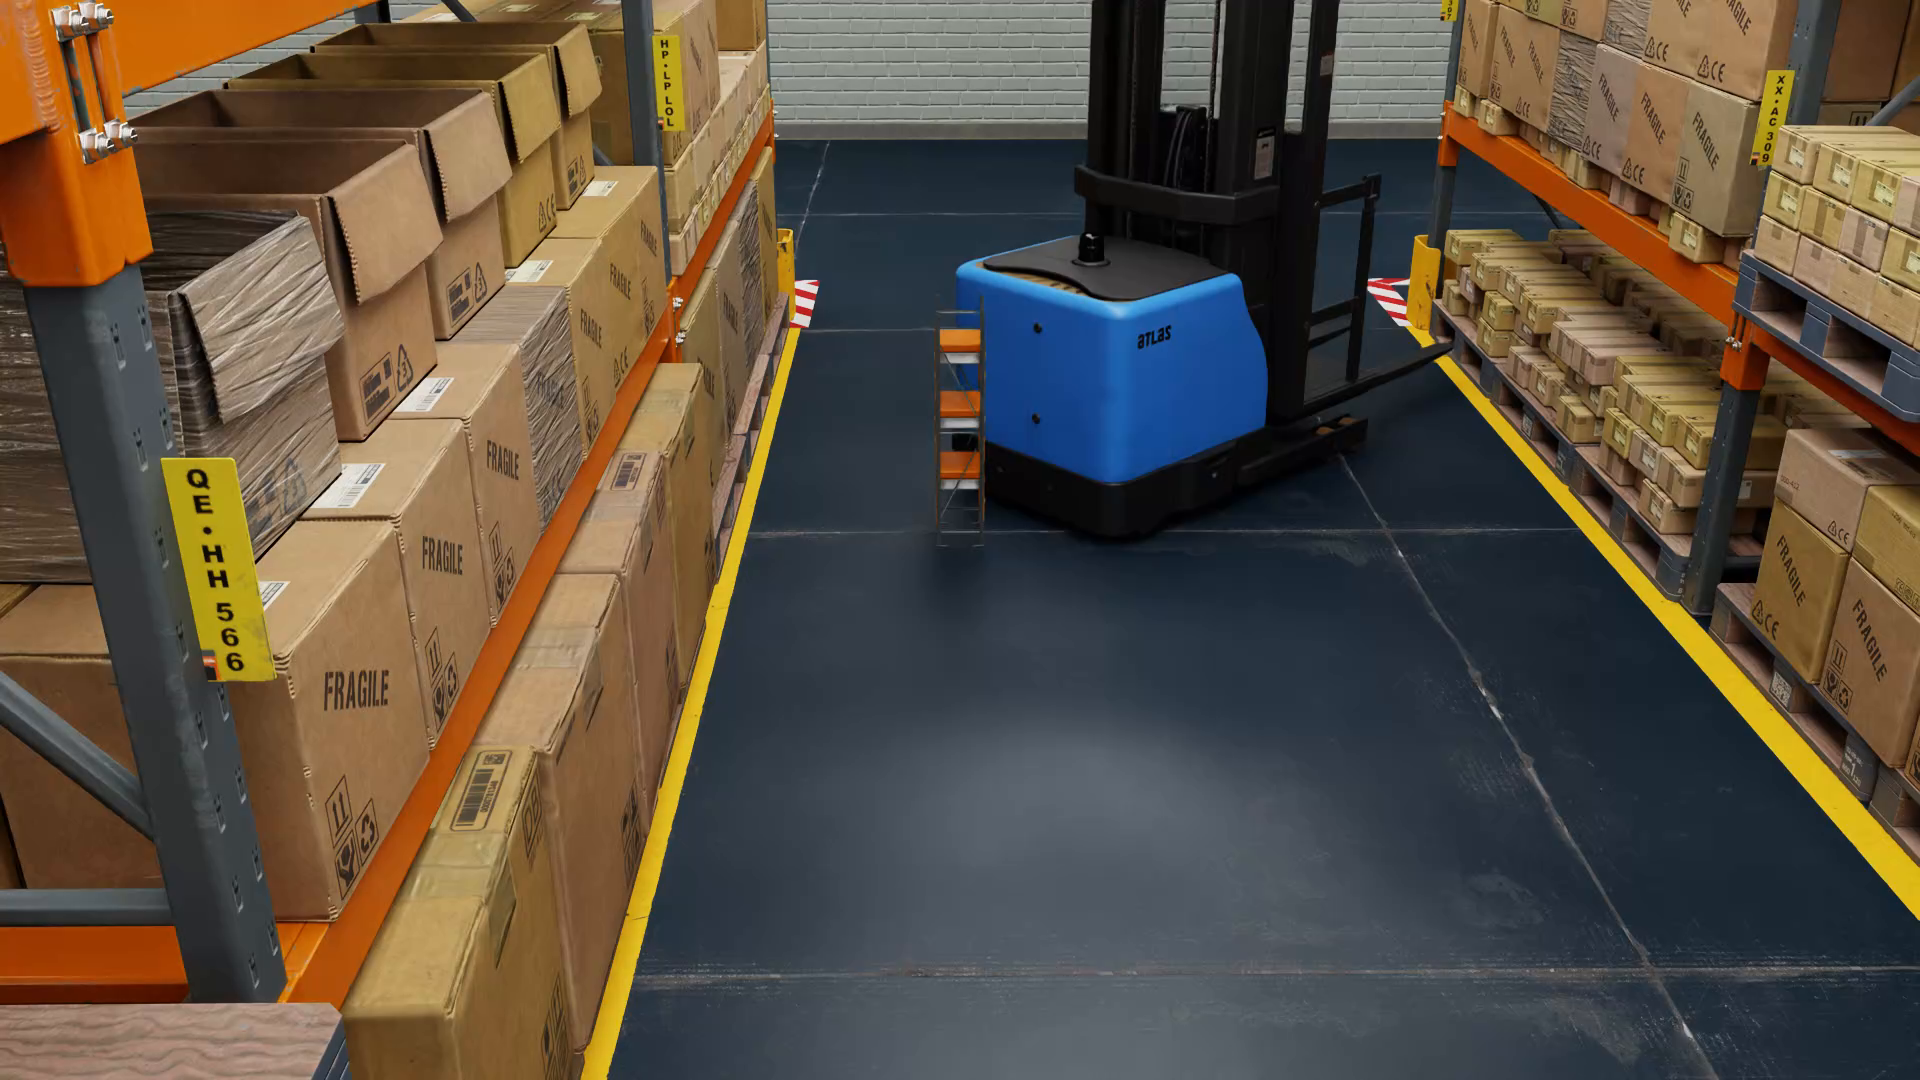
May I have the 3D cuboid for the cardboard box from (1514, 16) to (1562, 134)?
[{"bbox_3d":[3.100,-2.308,8.231,0.500,0.500,0.500,0,24,0],"label":"cardboard box"}]

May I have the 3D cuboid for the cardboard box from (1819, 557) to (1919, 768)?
[{"bbox_3d":[3.141,0.384,5.285,0.500,0.500,0.500,1,24,2],"label":"cardboard box"}]

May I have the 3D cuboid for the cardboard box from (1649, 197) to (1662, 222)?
[{"bbox_3d":[3.164,-1.412,7.037,0.380,0.149,0.250,-1,24,-2],"label":"cardboard box"}]

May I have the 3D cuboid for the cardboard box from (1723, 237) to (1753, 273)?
[{"bbox_3d":[3.154,-1.090,6.324,0.380,0.149,0.250,-1,24,-1],"label":"cardboard box"}]

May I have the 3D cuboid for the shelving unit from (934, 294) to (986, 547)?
[{"bbox_3d":[-0.001,-0.500,7.082,0.215,1.050,0.252,0,24,-1],"label":"shelving unit"}]

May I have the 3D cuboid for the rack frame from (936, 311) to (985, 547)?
[{"bbox_3d":[0.001,-0.450,6.971,0.200,1.050,0.008,0,24,-1],"label":"rack frame"}]

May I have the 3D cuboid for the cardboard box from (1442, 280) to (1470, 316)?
[{"bbox_3d":[3.033,-1.411,9.679,0.380,0.149,0.250,0,24,1],"label":"cardboard box"}]

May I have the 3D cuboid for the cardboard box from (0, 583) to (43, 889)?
[{"bbox_3d":[-1.780,0.294,2.840,0.500,0.500,0.500,0,24,1],"label":"cardboard box"}]

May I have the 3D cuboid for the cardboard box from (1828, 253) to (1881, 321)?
[{"bbox_3d":[2.943,-0.783,5.136,0.380,0.149,0.250,0,24,0],"label":"cardboard box"}]

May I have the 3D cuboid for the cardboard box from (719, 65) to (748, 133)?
[{"bbox_3d":[-1.332,-2.205,8.307,0.500,0.250,0.500,-1,24,-2],"label":"cardboard box"}]

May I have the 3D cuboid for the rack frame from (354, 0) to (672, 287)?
[{"bbox_3d":[-1.570,-1.107,6.057,1.000,3.000,0.127,0,24,-1],"label":"rack frame"}]

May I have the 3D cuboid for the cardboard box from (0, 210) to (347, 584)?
[{"bbox_3d":[-1.518,-0.263,2.852,0.797,0.503,0.637,1,24,1],"label":"cardboard box"}]

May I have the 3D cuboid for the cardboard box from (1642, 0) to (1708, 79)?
[{"bbox_3d":[3.104,-2.130,6.623,0.500,0.500,0.500,-1,24,-2],"label":"cardboard box"}]

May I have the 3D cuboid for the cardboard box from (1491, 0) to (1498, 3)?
[{"bbox_3d":[3.087,-3.186,8.959,0.500,0.500,0.500,0,24,-1],"label":"cardboard box"}]

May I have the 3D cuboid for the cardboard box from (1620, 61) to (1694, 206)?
[{"bbox_3d":[3.098,-1.681,6.844,0.500,0.500,0.500,-1,24,-2],"label":"cardboard box"}]

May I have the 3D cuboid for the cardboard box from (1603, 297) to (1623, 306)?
[{"bbox_3d":[3.546,-1.222,8.901,0.380,0.149,0.250,-1,24,-1],"label":"cardboard box"}]

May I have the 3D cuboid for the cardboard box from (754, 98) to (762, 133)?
[{"bbox_3d":[-1.274,-2.284,8.966,0.380,0.149,0.250,0,24,0],"label":"cardboard box"}]

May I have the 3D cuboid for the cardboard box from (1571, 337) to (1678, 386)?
[{"bbox_3d":[3.054,-0.823,7.657,0.380,0.149,0.250,-1,24,-3],"label":"cardboard box"}]

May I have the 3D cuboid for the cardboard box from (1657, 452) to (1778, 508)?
[{"bbox_3d":[3.069,-0.244,6.738,0.380,0.149,0.250,0,24,0],"label":"cardboard box"}]

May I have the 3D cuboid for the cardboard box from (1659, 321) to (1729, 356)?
[{"bbox_3d":[3.566,-0.936,7.908,0.380,0.149,0.250,-1,24,-3],"label":"cardboard box"}]

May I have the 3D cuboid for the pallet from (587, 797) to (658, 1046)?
[{"bbox_3d":[-1.470,0.985,4.815,1.003,0.211,1.213,0,24,-1],"label":"pallet"}]

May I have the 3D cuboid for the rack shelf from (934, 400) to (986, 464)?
[{"bbox_3d":[-0.001,-0.491,7.087,0.215,0.259,0.240,0,24,-1],"label":"rack shelf"}]

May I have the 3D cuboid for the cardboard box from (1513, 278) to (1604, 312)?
[{"bbox_3d":[3.090,-1.248,8.598,0.380,0.149,0.250,1,24,2],"label":"cardboard box"}]

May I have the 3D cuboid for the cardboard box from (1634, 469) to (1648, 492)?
[{"bbox_3d":[3.127,-0.247,7.107,0.380,0.149,0.250,0,24,1],"label":"cardboard box"}]

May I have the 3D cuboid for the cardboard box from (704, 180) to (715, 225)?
[{"bbox_3d":[-1.252,-1.441,7.101,0.380,0.149,0.250,-1,24,-2],"label":"cardboard box"}]

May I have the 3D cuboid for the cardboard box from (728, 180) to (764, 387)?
[{"bbox_3d":[-1.517,-1.340,8.642,0.875,0.875,0.875,0,24,-1],"label":"cardboard box"}]

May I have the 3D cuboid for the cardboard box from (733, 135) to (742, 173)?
[{"bbox_3d":[-1.264,-1.866,8.040,0.380,0.149,0.250,0,24,0],"label":"cardboard box"}]

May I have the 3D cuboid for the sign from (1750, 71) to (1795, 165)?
[{"bbox_3d":[2.848,-1.476,5.824,0.100,0.325,0.005,0,24,-1],"label":"sign"}]

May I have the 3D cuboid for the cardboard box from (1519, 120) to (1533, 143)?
[{"bbox_3d":[3.156,-2.164,8.700,0.380,0.149,0.250,1,24,2],"label":"cardboard box"}]

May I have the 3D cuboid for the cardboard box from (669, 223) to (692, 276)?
[{"bbox_3d":[-1.241,-1.116,6.382,0.380,0.149,0.250,0,24,0],"label":"cardboard box"}]

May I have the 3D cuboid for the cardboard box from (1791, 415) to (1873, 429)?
[{"bbox_3d":[3.594,-0.394,6.709,0.380,0.149,0.250,1,24,2],"label":"cardboard box"}]

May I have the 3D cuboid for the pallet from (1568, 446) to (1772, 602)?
[{"bbox_3d":[3.348,-0.094,7.201,1.003,0.211,1.213,0,24,-1],"label":"pallet"}]

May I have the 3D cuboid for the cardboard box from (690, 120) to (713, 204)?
[{"bbox_3d":[-1.314,-1.574,6.911,0.500,0.250,0.500,0,24,-1],"label":"cardboard box"}]

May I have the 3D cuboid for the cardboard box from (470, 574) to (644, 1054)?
[{"bbox_3d":[-1.515,0.666,4.205,1.225,0.875,0.875,0,24,0],"label":"cardboard box"}]

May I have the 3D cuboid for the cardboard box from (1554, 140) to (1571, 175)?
[{"bbox_3d":[3.091,-1.844,7.992,0.380,0.149,0.250,1,24,1],"label":"cardboard box"}]

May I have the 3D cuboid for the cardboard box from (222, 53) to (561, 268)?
[{"bbox_3d":[-1.559,-1.063,4.623,0.797,0.503,0.637,0,24,0],"label":"cardboard box"}]

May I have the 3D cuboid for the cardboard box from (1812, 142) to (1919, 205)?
[{"bbox_3d":[2.944,-1.156,5.240,0.380,0.149,0.250,0,24,1],"label":"cardboard box"}]

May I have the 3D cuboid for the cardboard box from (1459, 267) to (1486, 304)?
[{"bbox_3d":[3.043,-1.434,9.369,0.380,0.149,0.250,0,24,-1],"label":"cardboard box"}]

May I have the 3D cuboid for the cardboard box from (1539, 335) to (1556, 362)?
[{"bbox_3d":[3.170,-1.006,8.424,0.380,0.149,0.250,1,24,2],"label":"cardboard box"}]

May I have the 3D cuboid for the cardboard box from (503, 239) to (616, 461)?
[{"bbox_3d":[-1.281,-0.542,4.686,0.500,0.500,0.500,-1,24,-1],"label":"cardboard box"}]

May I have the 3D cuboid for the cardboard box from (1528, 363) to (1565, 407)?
[{"bbox_3d":[3.063,-0.773,8.270,0.380,0.149,0.250,0,24,-1],"label":"cardboard box"}]

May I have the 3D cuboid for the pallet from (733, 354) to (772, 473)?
[{"bbox_3d":[-1.516,-0.654,8.440,1.003,0.211,1.213,0,24,-1],"label":"pallet"}]

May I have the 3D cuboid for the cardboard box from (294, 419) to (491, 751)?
[{"bbox_3d":[-1.268,0.082,3.308,0.500,0.500,0.500,-1,24,-2],"label":"cardboard box"}]

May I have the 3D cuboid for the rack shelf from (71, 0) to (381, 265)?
[{"bbox_3d":[-1.548,-1.322,3.765,1.077,0.370,4.000,0,24,-1],"label":"rack shelf"}]

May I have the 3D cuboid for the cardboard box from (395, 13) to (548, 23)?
[{"bbox_3d":[-1.842,-1.704,6.289,0.500,0.500,0.500,0,24,1],"label":"cardboard box"}]

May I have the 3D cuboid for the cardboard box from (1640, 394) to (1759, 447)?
[{"bbox_3d":[3.084,-0.502,6.947,0.380,0.149,0.250,0,24,0],"label":"cardboard box"}]

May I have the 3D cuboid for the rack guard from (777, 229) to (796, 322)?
[{"bbox_3d":[-1.614,-1.626,10.239,1.175,0.500,0.348,0,24,-1],"label":"rack guard"}]

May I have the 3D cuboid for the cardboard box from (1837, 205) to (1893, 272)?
[{"bbox_3d":[2.943,-0.922,5.084,0.380,0.149,0.250,0,24,1],"label":"cardboard box"}]

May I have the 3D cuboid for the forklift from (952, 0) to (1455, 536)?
[{"bbox_3d":[1.373,-1.856,7.797,3.031,2.935,1.130,-22,32,-39],"label":"forklift"}]

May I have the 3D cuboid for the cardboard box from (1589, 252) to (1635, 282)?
[{"bbox_3d":[3.681,-1.472,9.093,0.380,0.149,0.250,-1,24,-2],"label":"cardboard box"}]

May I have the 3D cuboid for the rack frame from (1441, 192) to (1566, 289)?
[{"bbox_3d":[3.344,-2.736,9.659,0.949,2.616,0.053,0,24,-1],"label":"rack frame"}]
